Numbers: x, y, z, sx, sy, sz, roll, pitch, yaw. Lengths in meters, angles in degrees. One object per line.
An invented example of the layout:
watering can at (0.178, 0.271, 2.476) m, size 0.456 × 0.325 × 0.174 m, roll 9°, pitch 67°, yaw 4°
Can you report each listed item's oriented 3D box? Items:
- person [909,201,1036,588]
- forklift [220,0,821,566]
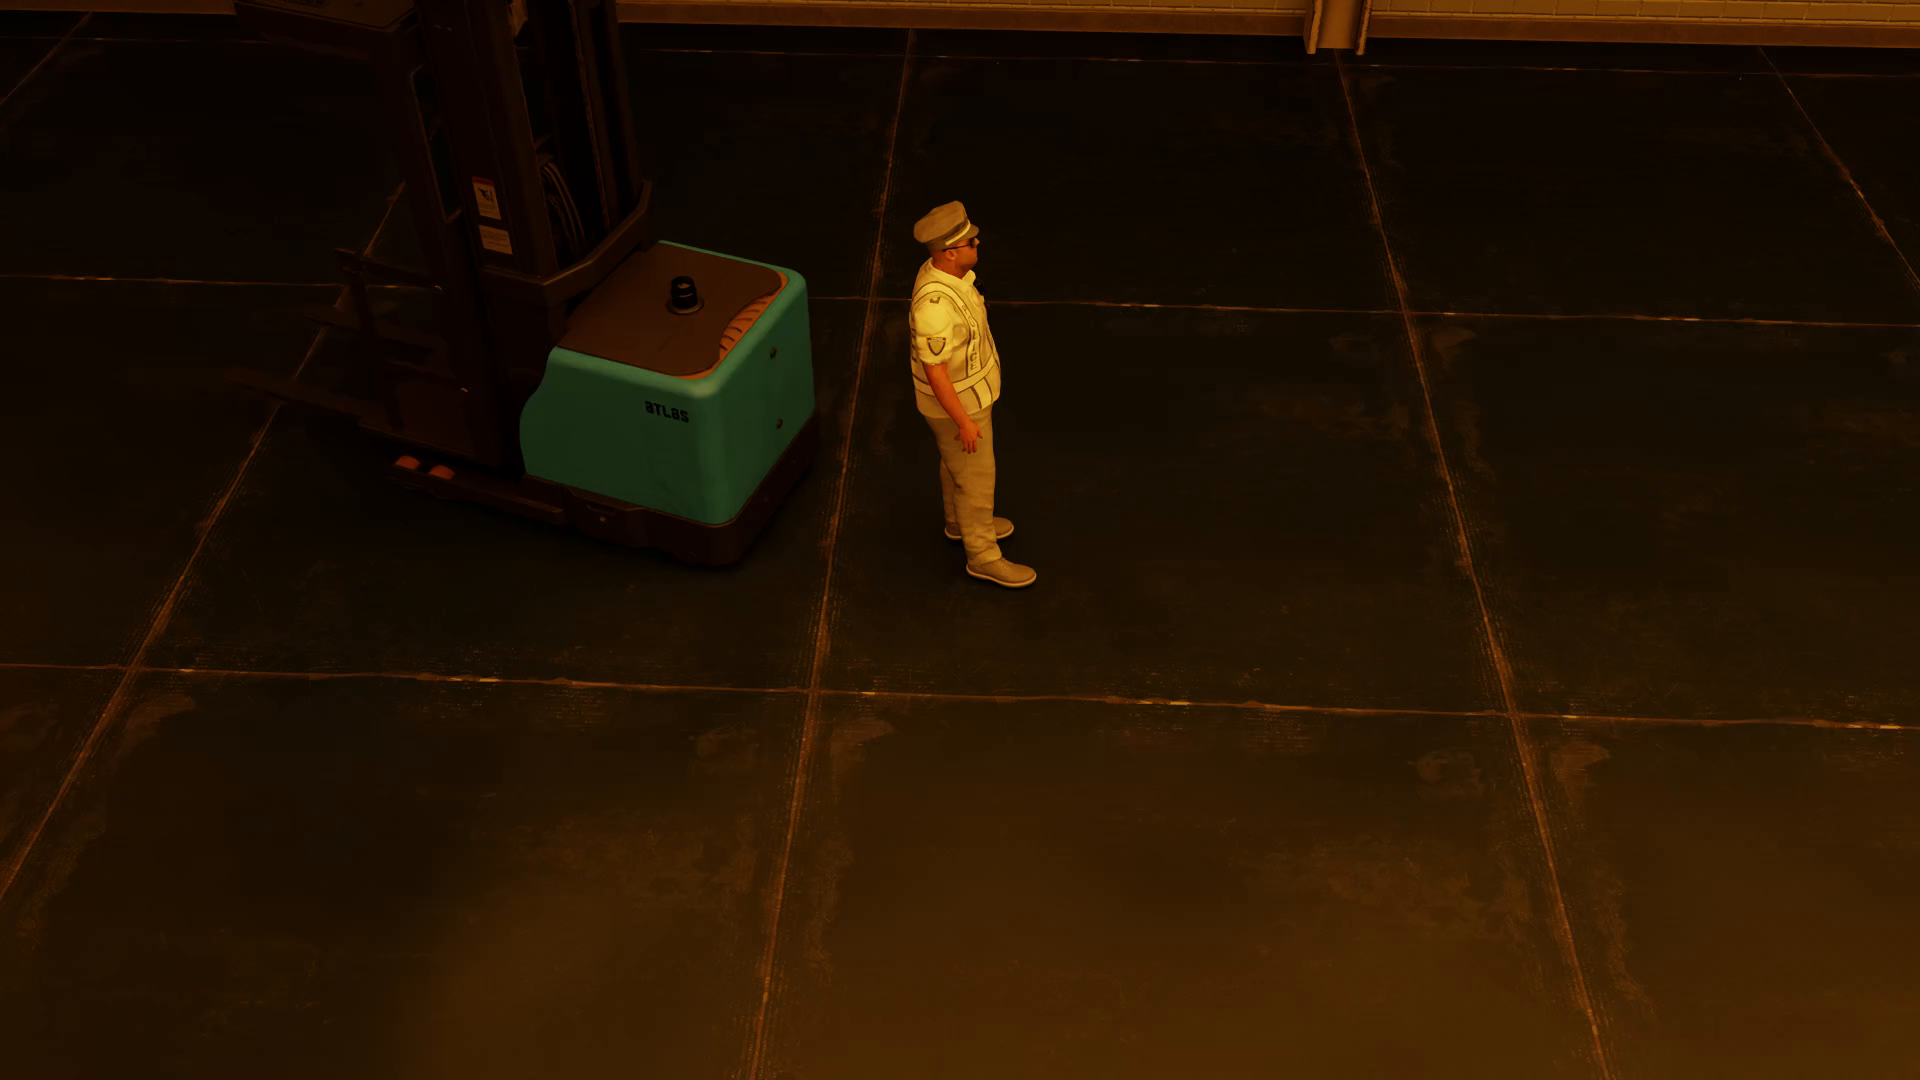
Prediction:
person at (0.077, -0.652, 7.300) m, size 0.575 × 1.777 × 0.640 m, roll 2°, pitch 42°, yaw 2°
forklift at (-2.264, -1.596, 7.491) m, size 3.031 × 2.935 × 1.130 m, roll 15°, pitch 44°, yaw 16°
